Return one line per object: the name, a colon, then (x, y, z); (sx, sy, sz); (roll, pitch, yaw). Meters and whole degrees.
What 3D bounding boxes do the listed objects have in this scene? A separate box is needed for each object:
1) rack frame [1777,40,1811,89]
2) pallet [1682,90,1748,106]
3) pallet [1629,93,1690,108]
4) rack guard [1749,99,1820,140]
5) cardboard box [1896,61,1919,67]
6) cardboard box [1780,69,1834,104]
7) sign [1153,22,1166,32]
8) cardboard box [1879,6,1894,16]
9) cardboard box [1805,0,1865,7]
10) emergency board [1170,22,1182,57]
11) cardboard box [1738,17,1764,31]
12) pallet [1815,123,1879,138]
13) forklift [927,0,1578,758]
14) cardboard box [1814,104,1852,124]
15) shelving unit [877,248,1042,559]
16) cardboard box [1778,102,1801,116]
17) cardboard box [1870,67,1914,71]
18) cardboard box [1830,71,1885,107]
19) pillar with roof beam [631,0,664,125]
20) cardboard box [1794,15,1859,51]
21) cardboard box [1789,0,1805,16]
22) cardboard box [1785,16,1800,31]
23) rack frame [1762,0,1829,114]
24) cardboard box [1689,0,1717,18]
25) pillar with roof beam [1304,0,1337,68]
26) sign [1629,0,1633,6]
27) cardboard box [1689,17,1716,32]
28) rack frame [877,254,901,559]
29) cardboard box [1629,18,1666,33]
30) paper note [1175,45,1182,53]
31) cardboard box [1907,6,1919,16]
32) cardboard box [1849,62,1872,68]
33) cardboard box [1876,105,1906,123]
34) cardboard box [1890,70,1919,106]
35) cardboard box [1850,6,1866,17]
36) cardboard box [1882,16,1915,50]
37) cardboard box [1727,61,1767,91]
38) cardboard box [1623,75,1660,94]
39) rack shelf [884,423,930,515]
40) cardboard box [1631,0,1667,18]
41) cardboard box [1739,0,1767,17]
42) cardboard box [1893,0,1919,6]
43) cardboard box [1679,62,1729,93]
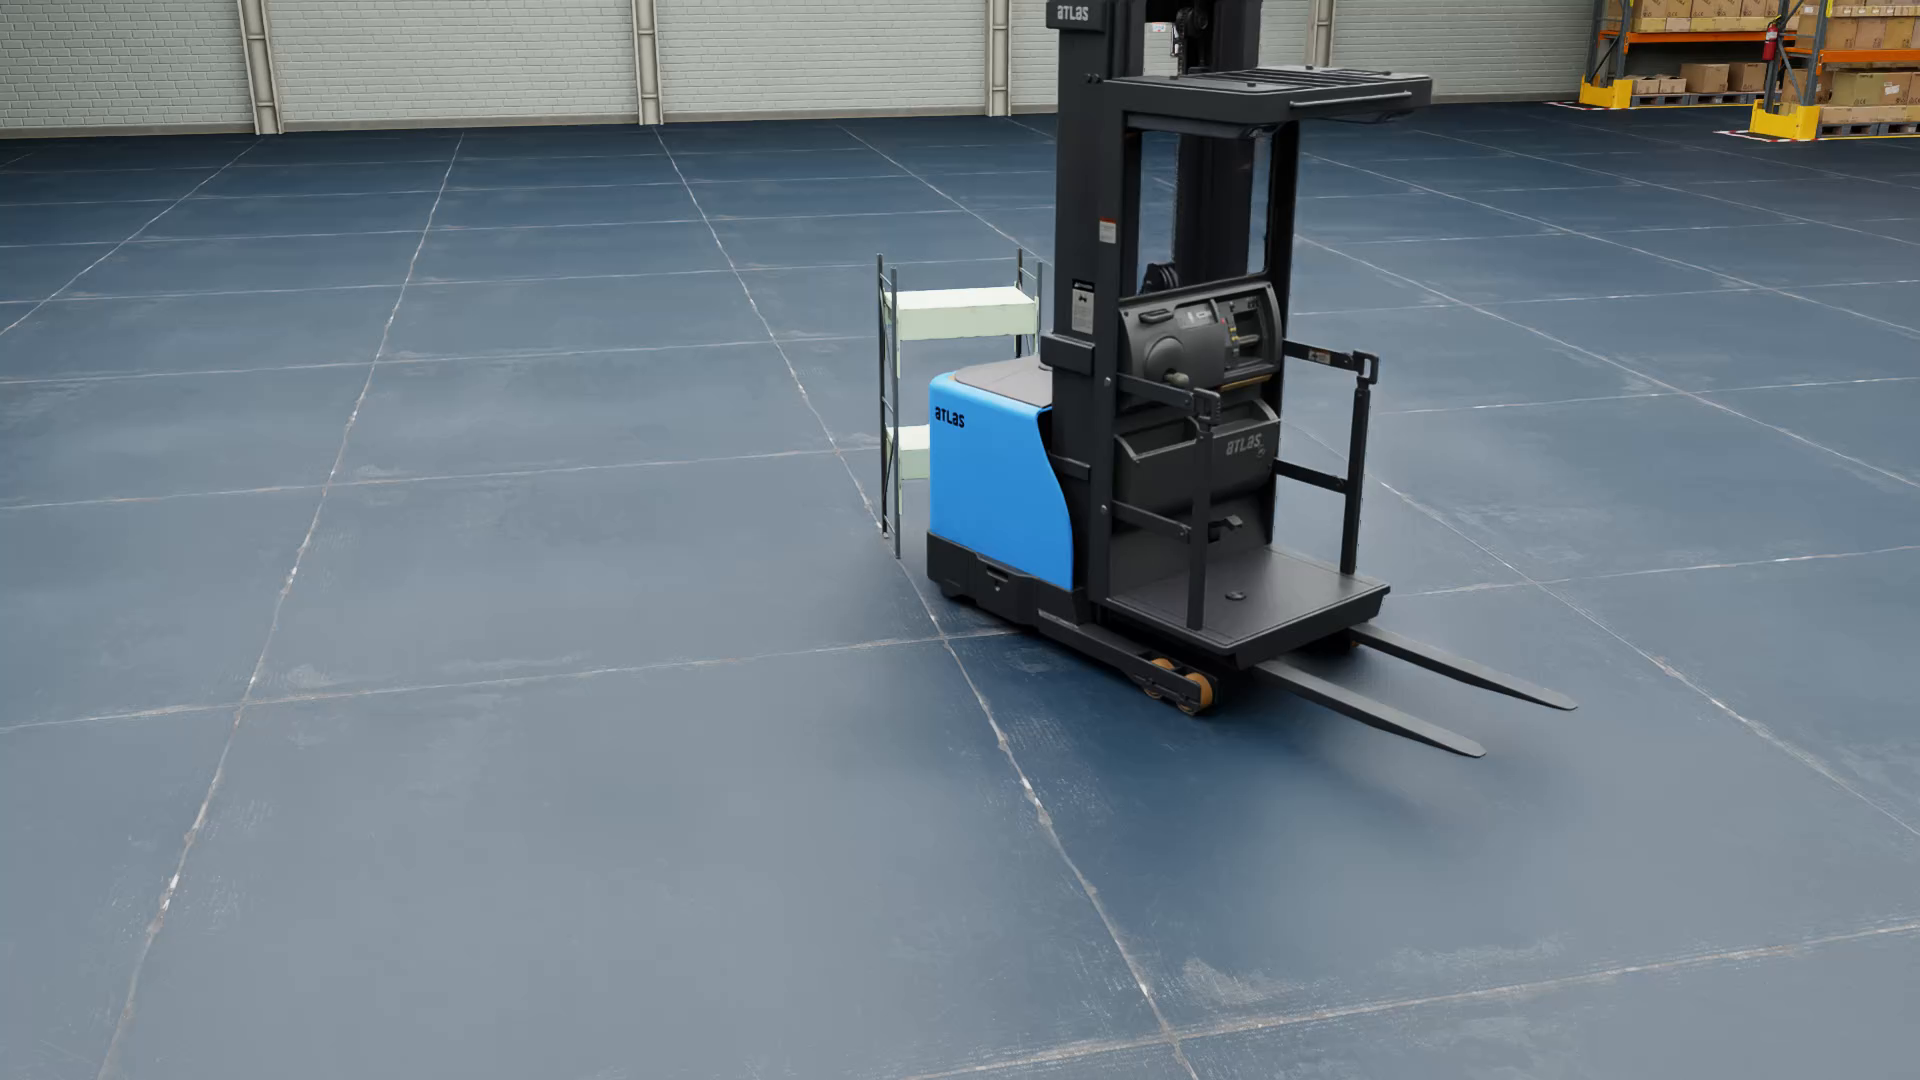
rack frame: (15.752, -9.781, 31.154); (0.127, 3.000, 1.000); (-5, 21, -12)
pallet: (13.916, -8.309, 31.189); (1.213, 0.211, 1.003); (-5, 21, -12)
pallet: (12.732, -8.213, 30.929); (1.213, 0.211, 1.003); (-5, 21, -12)
rack guard: (12.979, -6.631, 26.189); (0.348, 0.500, 1.175); (-5, 21, -12)
cardboard box: (17.950, -9.005, 32.031); (0.500, 0.500, 0.700); (-5, 21, -13)
cardboard box: (13.456, -7.207, 26.424); (0.500, 0.500, 0.500); (-5, 21, -12)
sign: (3.527, -9.159, 29.405); (0.234, 0.329, 0.001); (-5, 21, -12)
cardboard box: (14.179, -8.177, 25.688); (0.250, 0.149, 0.380); (-5, 21, -13)
cardboard box: (13.511, -8.499, 25.624); (0.500, 0.500, 0.700); (-5, 21, -12)
emergency board: (4.088, -9.151, 29.436); (0.643, 1.169, 0.194); (-5, 21, -12)
cardboard box: (14.388, -9.499, 30.574); (0.500, 0.250, 0.500); (-5, 21, -13)
pallet: (13.737, -6.572, 26.447); (1.213, 0.211, 1.003); (-5, 21, -12)
forklift: (1.166, -0.854, 6.885); (1.130, 2.935, 3.031); (-16, 25, -37)
cardboard box: (13.575, -6.680, 26.077); (0.500, 0.250, 0.500); (-5, 21, -12)
shelving unit: (-0.006, -0.704, 8.555); (0.755, 1.500, 0.431); (-5, 21, -12)
cardboard box: (13.456, -6.854, 26.551); (0.500, 0.250, 0.500); (-5, 21, -12)
cardboard box: (14.912, -7.330, 26.760); (0.500, 0.500, 0.500); (-5, 21, -12)
cardboard box: (14.062, -7.073, 26.058); (0.500, 0.500, 0.500); (-5, 21, -12)
pillar with roof beam: (-4.185, -9.760, 22.376); (0.400, 9.000, 9.100); (-5, 21, -12)
cardboard box: (13.460, -7.886, 25.836); (0.500, 0.500, 0.700); (-5, 21, -12)
cardboard box: (15.363, -9.931, 30.663); (0.500, 0.500, 0.500); (-5, 21, -13)
cardboard box: (15.360, -9.581, 30.797); (0.500, 0.250, 0.500); (-5, 21, -12)
rack frame: (13.002, -7.806, 25.764); (0.127, 3.000, 1.000); (-5, 21, -12)
cardboard box: (13.380, -9.767, 30.215); (0.500, 0.500, 0.500); (-5, 21, -14)
pillar with roof beam: (7.493, -10.710, 24.969); (0.400, 9.000, 9.100); (-5, 21, -12)
sign: (11.984, -9.689, 29.645); (0.005, 0.325, 0.100); (-5, 21, -12)
cardboard box: (13.406, -9.420, 30.357); (0.500, 0.250, 0.500); (-5, 21, -13)
rack frame: (-0.363, -0.675, 8.476); (0.023, 1.500, 0.400); (-5, 21, -12)
cardboard box: (12.407, -9.335, 30.127); (0.500, 0.250, 0.500); (-5, 21, -14)
paper note: (3.900, -8.747, 29.612); (0.142, 0.148, 0.016); (-5, 21, -12)
cardboard box: (14.687, -8.219, 25.803); (0.250, 0.149, 0.380); (-5, 21, -13)
cardboard box: (16.955, -8.935, 31.840); (0.500, 0.500, 0.700); (-5, 21, -14)
cardboard box: (14.548, -6.761, 26.296); (0.500, 0.250, 0.500); (-5, 21, -12)
cardboard box: (15.036, -7.150, 26.270); (0.500, 0.500, 0.500); (-5, 21, -12)
cardboard box: (13.690, -8.139, 25.583); (0.250, 0.149, 0.380); (-5, 21, -14)
cardboard box: (14.454, -7.966, 26.056); (0.500, 0.500, 0.700); (-5, 21, -12)
cardboard box: (14.751, -8.718, 31.248); (0.500, 0.500, 0.500); (-6, 21, -17)
cardboard box: (12.553, -8.433, 30.744); (0.500, 0.311, 0.500); (-7, 21, -19)
rack shelf: (-0.006, -0.398, 8.667); (0.720, 0.370, 0.431); (-5, 21, -12)
cardboard box: (12.393, -9.692, 30.012); (0.500, 0.500, 0.500); (-5, 21, -12)
cardboard box: (14.386, -9.853, 30.451); (0.500, 0.500, 0.500); (-5, 21, -14)
cardboard box: (14.512, -8.583, 25.853); (0.500, 0.500, 0.700); (-5, 21, -12)
cardboard box: (13.833, -8.608, 30.947); (0.500, 0.500, 0.700); (-6, 21, -16)
